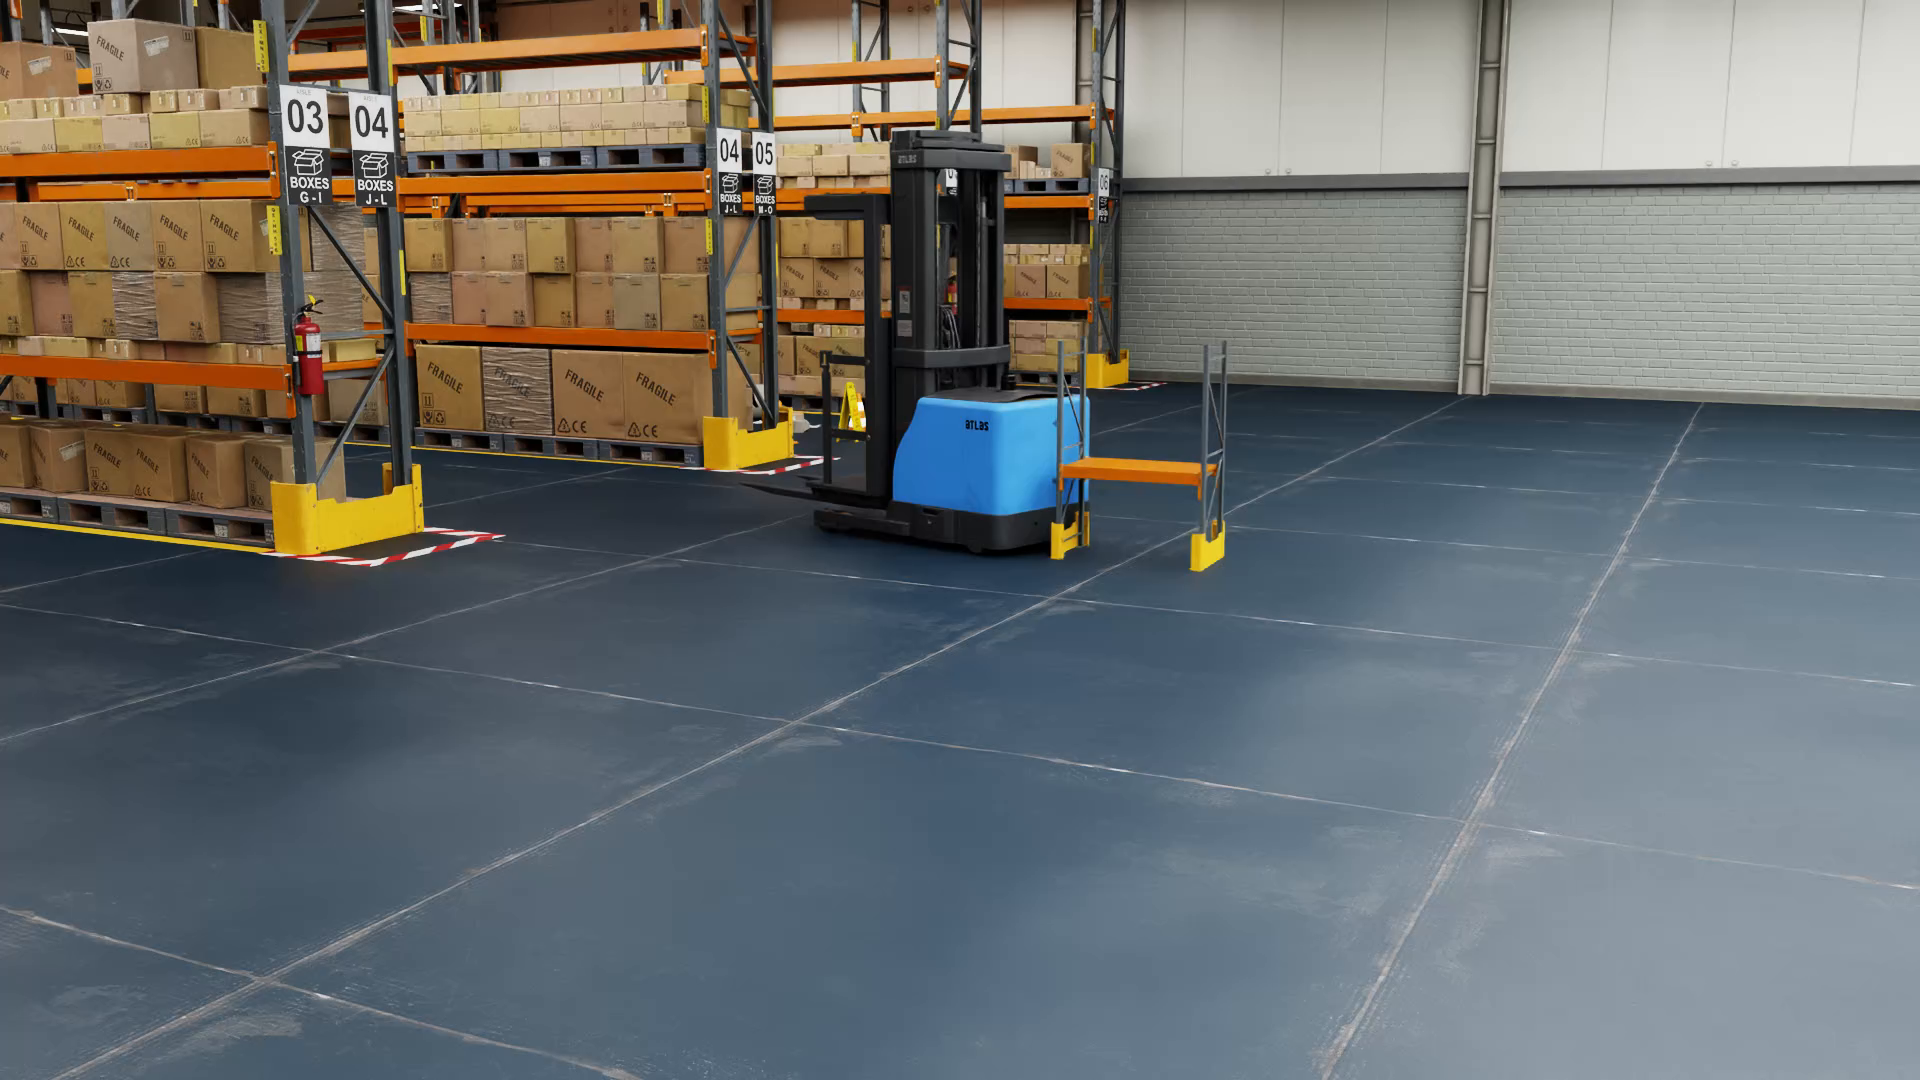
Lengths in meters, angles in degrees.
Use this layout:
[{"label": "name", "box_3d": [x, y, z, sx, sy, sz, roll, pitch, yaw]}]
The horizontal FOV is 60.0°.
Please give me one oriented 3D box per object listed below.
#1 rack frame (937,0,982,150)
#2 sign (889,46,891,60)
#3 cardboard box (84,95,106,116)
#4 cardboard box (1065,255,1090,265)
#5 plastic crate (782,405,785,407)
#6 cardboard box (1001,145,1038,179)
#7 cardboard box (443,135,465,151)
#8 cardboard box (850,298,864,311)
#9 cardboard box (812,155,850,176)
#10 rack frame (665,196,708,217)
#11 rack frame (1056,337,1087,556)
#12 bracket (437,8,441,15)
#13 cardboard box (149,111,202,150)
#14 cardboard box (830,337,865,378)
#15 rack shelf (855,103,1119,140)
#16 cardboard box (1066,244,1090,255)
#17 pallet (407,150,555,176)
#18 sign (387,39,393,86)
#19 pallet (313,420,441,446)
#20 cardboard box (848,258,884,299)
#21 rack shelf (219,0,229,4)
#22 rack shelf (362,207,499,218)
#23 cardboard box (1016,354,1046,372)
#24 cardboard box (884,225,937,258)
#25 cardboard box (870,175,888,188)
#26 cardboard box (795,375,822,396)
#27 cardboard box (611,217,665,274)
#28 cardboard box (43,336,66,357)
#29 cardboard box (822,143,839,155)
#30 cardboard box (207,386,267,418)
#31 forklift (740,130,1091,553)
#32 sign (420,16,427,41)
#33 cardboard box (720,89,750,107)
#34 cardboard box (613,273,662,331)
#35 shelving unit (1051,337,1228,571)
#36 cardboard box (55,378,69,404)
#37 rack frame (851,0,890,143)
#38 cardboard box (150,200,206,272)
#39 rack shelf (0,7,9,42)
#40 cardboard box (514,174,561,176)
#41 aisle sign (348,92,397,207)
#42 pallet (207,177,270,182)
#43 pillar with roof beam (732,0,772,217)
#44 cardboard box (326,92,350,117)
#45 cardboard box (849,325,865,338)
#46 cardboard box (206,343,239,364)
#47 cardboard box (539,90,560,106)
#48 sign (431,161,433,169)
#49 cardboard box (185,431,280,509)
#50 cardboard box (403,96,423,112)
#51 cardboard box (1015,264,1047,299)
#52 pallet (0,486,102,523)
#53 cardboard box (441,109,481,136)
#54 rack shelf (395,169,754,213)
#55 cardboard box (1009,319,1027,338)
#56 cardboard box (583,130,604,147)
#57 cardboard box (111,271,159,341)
[{"label": "rack frame", "box_3d": [-0.004, -5.999, 20.110, 0.127, 3.000, 1.000, 5, 11, 26]}, {"label": "sign", "box_3d": [-1.131, -7.732, 26.616, 0.005, 0.325, 0.100, 5, 11, 26]}, {"label": "cardboard box", "box_3d": [-6.165, -3.168, 12.189, 0.250, 0.149, 0.380, 4, 11, 23]}, {"label": "cardboard box", "box_3d": [1.754, -4.191, 24.864, 0.250, 0.149, 0.380, 5, 11, 27]}, {"label": "plastic crate", "box_3d": [-2.546, -1.671, 21.239, 0.583, 0.080, 0.402, 1, 10, 6]}, {"label": "cardboard box", "box_3d": [0.809, -5.714, 25.216, 0.500, 0.500, 0.700, 5, 11, 26]}, {"label": "cardboard box", "box_3d": [-5.059, -4.049, 17.004, 0.250, 0.149, 0.380, 5, 11, 26]}, {"label": "cardboard box", "box_3d": [-1.175, -2.960, 20.869, 0.250, 0.149, 0.380, 5, 12, 27]}, {"label": "cardboard box", "box_3d": [-1.500, -4.673, 20.791, 0.500, 0.250, 0.500, 5, 12, 27]}, {"label": "rack frame", "box_3d": [-3.592, -3.362, 22.386, 0.127, 3.000, 1.000, 5, 11, 26]}, {"label": "rack frame", "box_3d": [0.776, -0.650, 11.610, 0.032, 1.500, 0.500, 4, 11, 23]}, {"label": "bracket", "box_3d": [-9.328, -9.684, 30.362, 0.430, 0.232, 0.235, 5, 11, 26]}, {"label": "cardboard box", "box_3d": [-5.383, -2.903, 11.846, 0.500, 0.250, 0.500, 5, 11, 26]}, {"label": "cardboard box", "box_3d": [-1.308, -2.332, 21.128, 0.500, 0.500, 0.500, 6, 12, 28]}, {"label": "rack shelf", "box_3d": [0.395, -6.399, 25.463, 4.000, 0.370, 1.077, 5, 11, 26]}, {"label": "cardboard box", "box_3d": [1.774, -4.350, 24.903, 0.250, 0.149, 0.380, 5, 11, 26]}, {"label": "pallet", "box_3d": [-4.962, -3.930, 17.349, 1.213, 0.211, 1.003, 5, 11, 26]}, {"label": "sign", "box_3d": [-4.149, -3.457, 12.034, 0.005, 0.325, 0.100, 5, 11, 26]}, {"label": "pallet", "box_3d": [-6.417, -1.241, 18.492, 1.213, 0.211, 1.003, 5, 11, 26]}, {"label": "cardboard box", "box_3d": [-1.060, -3.282, 20.825, 0.500, 0.500, 0.500, 5, 11, 26]}, {"label": "rack shelf", "box_3d": [-8.972, -8.069, 24.232, 4.000, 0.370, 1.077, 5, 11, 26]}, {"label": "rack shelf", "box_3d": [-10.366, -6.066, 30.919, 4.000, 0.370, 1.077, 5, 11, 26]}, {"label": "cardboard box", "box_3d": [1.186, -2.721, 25.385, 0.500, 0.250, 0.500, 5, 11, 26]}, {"label": "cardboard box", "box_3d": [-0.559, -3.740, 20.550, 0.500, 0.500, 0.700, 5, 11, 24]}, {"label": "cardboard box", "box_3d": [-0.909, -4.424, 20.534, 0.250, 0.149, 0.380, 5, 12, 28]}, {"label": "cardboard box", "box_3d": [-1.781, -2.004, 21.422, 0.500, 0.250, 0.500, 5, 11, 24]}, {"label": "cardboard box", "box_3d": [-2.954, -2.918, 16.477, 0.550, 0.550, 0.875, 5, 11, 26]}, {"label": "cardboard box", "box_3d": [-6.785, -1.497, 12.782, 0.250, 0.149, 0.380, 5, 11, 26]}, {"label": "cardboard box", "box_3d": [-1.534, -4.889, 20.863, 0.250, 0.149, 0.380, 5, 11, 24]}, {"label": "cardboard box", "box_3d": [-7.987, -1.848, 19.156, 0.750, 0.750, 1.050, 5, 11, 27]}, {"label": "forklift", "box_3d": [-0.467, -1.548, 12.552, 3.031, 2.935, 1.130, 10, 14, 42]}, {"label": "sign", "box_3d": [-7.421, -7.078, 23.005, 0.005, 0.325, 0.100, 5, 11, 26]}, {"label": "cardboard box", "box_3d": [-2.263, -4.326, 16.297, 0.250, 0.149, 0.380, 5, 11, 26]}, {"label": "cardboard box", "box_3d": [-2.960, -2.384, 16.561, 0.550, 0.550, 0.875, 5, 11, 26]}, {"label": "shelving unit", "box_3d": [1.233, -0.614, 11.412, 1.083, 1.500, 0.587, 4, 11, 23]}, {"label": "cardboard box", "box_3d": [-10.930, -1.946, 20.402, 0.500, 0.500, 0.500, 4, 11, 23]}, {"label": "rack frame", "box_3d": [-1.399, -7.108, 26.234, 0.127, 3.000, 1.000, 5, 11, 26]}, {"label": "cardboard box", "box_3d": [-5.443, -2.194, 12.009, 0.500, 0.500, 0.500, 5, 11, 26]}, {"label": "rack shelf", "box_3d": [-9.770, -4.339, 14.077, 4.000, 0.370, 1.077, 5, 11, 26]}, {"label": "cardboard box", "box_3d": [-5.798, -5.089, 23.213, 0.637, 0.503, 0.797, 5, 11, 26]}, {"label": "aisle sign", "box_3d": [-4.201, -2.787, 11.906, 0.004, 0.787, 0.394, 5, 11, 26]}, {"label": "pallet", "box_3d": [-7.673, -4.132, 18.748, 1.213, 0.211, 1.003, 6, 12, 28]}, {"label": "pillar with roof beam", "box_3d": [-5.323, -6.776, 24.404, 0.548, 9.000, 9.100, 5, 11, 26]}, {"label": "cardboard box", "box_3d": [-4.534, -3.122, 11.934, 0.250, 0.149, 0.380, 5, 11, 25]}, {"label": "cardboard box", "box_3d": [-1.197, -2.629, 20.947, 0.250, 0.149, 0.380, 5, 12, 27]}, {"label": "cardboard box", "box_3d": [-5.207, -1.362, 12.037, 0.250, 0.149, 0.380, 5, 11, 26]}, {"label": "cardboard box", "box_3d": [-3.924, -4.342, 16.382, 0.250, 0.149, 0.380, 5, 11, 26]}, {"label": "sign", "box_3d": [-7.432, -5.359, 23.321, 0.005, 0.325, 0.100, 5, 11, 26]}, {"label": "cardboard box", "box_3d": [-5.493, -0.535, 12.602, 0.500, 0.500, 0.500, 9, 14, 41]}, {"label": "cardboard box", "box_3d": [-5.515, -4.482, 17.154, 0.250, 0.149, 0.380, 5, 11, 26]}, {"label": "cardboard box", "box_3d": [1.170, -3.929, 25.234, 0.500, 0.500, 0.500, 5, 12, 28]}, {"label": "pallet", "box_3d": [-7.359, -0.360, 13.628, 1.213, 0.211, 1.003, 5, 11, 26]}, {"label": "cardboard box", "box_3d": [-4.923, -4.246, 16.969, 0.500, 0.250, 0.500, 5, 11, 25]}, {"label": "rack shelf", "box_3d": [-3.898, -3.528, 16.900, 4.000, 0.370, 1.077, 5, 11, 26]}, {"label": "cardboard box", "box_3d": [0.720, -3.250, 25.498, 0.500, 0.250, 0.500, 5, 11, 27]}, {"label": "cardboard box", "box_3d": [-3.465, -3.909, 16.230, 0.250, 0.149, 0.380, 5, 11, 25]}, {"label": "cardboard box", "box_3d": [-5.801, -1.774, 12.496, 0.500, 0.500, 0.875, 5, 11, 26]}]
